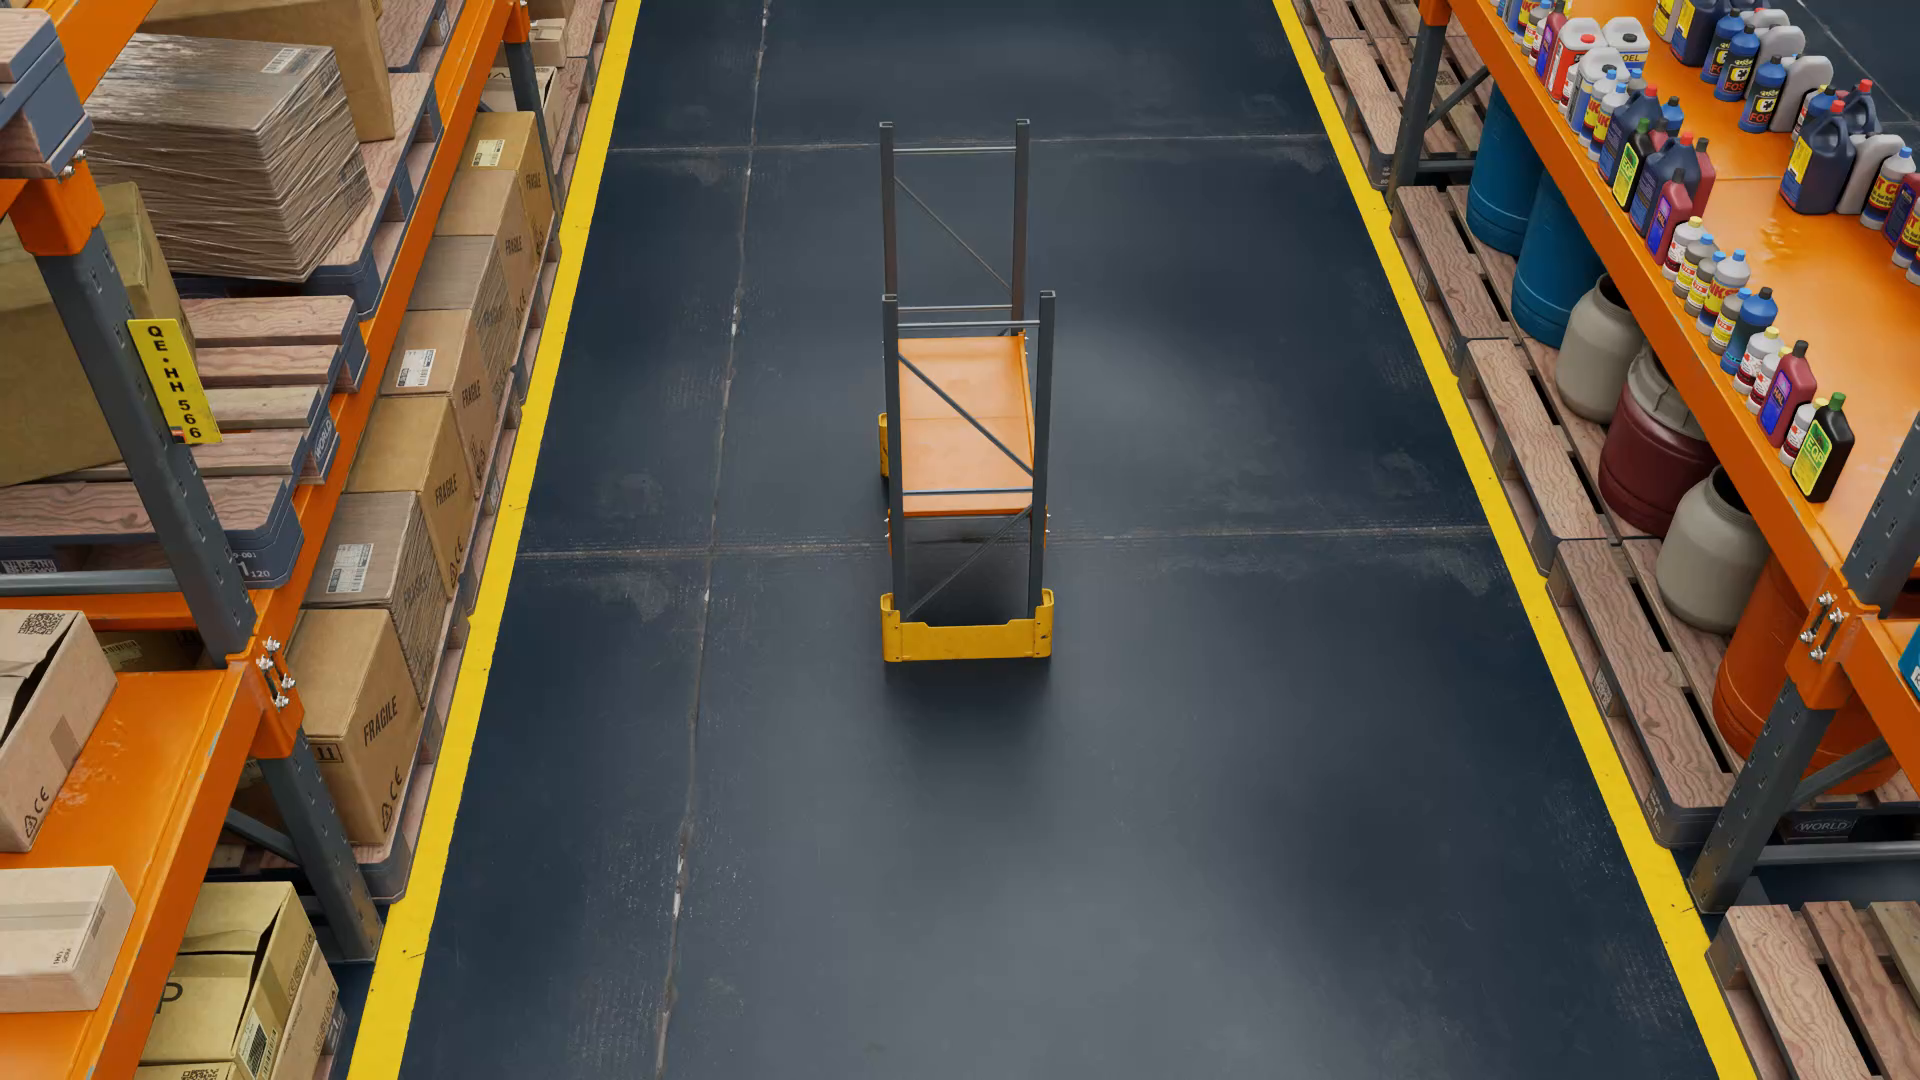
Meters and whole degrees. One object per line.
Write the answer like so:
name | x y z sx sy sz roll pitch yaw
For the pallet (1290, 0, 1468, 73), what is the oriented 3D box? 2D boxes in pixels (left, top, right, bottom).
pallet | 2.433 -3.021 9.390 1.003 0.211 1.213 -2 43 -2

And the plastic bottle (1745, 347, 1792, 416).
plastic bottle | 2.288 -0.450 4.668 0.097 0.201 0.097 0 43 0

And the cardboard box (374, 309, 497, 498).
cardboard box | -2.027 -0.489 6.088 0.500 0.500 0.500 -3 43 -3

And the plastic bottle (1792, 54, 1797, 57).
plastic bottle | 2.972 -1.643 5.970 0.097 0.201 0.097 0 43 0

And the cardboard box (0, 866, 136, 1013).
cardboard box | -1.907 0.803 3.340 0.380 0.149 0.250 -2 43 -2

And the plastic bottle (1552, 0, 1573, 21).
plastic bottle | 2.336 -2.101 6.469 0.097 0.201 0.097 0 43 0

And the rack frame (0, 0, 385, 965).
rack frame | -2.221 0.112 3.908 1.000 3.000 0.127 -2 43 -2

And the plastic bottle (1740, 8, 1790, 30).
plastic bottle | 2.934 -1.839 6.128 0.152 0.276 0.135 -2 43 -2

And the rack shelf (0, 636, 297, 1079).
rack shelf | -2.136 1.727 2.678 1.077 0.370 4.000 -2 43 -2

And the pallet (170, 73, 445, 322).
pallet | -2.309 -1.130 5.405 1.003 0.211 1.213 -2 43 -2

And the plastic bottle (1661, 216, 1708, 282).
plastic bottle | 2.259 -0.910 5.170 0.097 0.201 0.097 0 43 0

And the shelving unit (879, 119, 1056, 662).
shelving unit | 0.003 -0.501 5.687 0.587 1.500 1.083 -2 43 -2

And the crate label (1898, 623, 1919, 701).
crate label | 2.371 0.329 3.795 0.303 0.233 0.416 -2 43 -2

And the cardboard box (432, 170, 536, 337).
cardboard box | -2.071 -1.171 6.832 0.500 0.500 0.500 -2 43 -2

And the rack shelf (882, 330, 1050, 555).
rack shelf | 0.004 -0.363 5.802 0.538 0.185 1.000 -2 43 -2

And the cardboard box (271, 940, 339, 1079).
cardboard box | -1.955 1.319 4.316 0.500 0.250 0.500 -1 43 -1

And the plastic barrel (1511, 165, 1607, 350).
plastic barrel | 2.594 -1.264 6.651 0.600 0.901 0.708 -2 43 -2

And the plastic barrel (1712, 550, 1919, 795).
plastic barrel | 2.690 0.287 5.012 0.600 0.830 0.708 -2 43 -2

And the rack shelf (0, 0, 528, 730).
rack shelf | -2.306 -0.973 5.624 1.077 0.370 4.000 -2 43 -2

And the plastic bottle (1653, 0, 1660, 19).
plastic bottle | 2.789 -2.136 6.507 0.097 0.201 0.097 0 43 0

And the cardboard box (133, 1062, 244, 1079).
cardboard box | -1.925 1.461 3.745 0.500 0.311 0.500 -2 43 -2

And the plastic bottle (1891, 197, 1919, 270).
plastic bottle | 3.015 -0.985 5.200 0.097 0.271 0.097 0 43 0

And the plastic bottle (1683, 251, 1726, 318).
plastic bottle | 2.267 -0.778 5.026 0.097 0.201 0.097 0 43 0

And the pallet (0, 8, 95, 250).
pallet | -2.103 -0.469 2.462 1.213 0.211 1.003 0 43 0

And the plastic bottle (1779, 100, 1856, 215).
plastic bottle | 2.824 -1.260 5.441 0.144 0.351 0.185 -2 43 -2

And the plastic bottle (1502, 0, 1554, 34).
plastic bottle | 2.212 -2.112 6.426 0.152 0.276 0.135 -2 43 -2

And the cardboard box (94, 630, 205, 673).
cardboard box | -2.496 0.246 5.286 0.500 0.500 0.500 0 43 0

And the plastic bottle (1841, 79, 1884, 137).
plastic bottle | 2.971 -1.355 5.545 0.144 0.351 0.185 -2 43 -2

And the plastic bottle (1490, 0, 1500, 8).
plastic bottle | 2.176 -2.228 6.608 0.097 0.201 0.097 0 43 0

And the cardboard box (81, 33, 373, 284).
cardboard box | -2.209 -1.125 4.873 0.700 0.500 0.500 6 43 6

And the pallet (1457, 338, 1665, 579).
pallet | 2.604 -0.353 6.479 1.003 0.211 1.213 -2 43 -2

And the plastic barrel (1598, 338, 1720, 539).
plastic barrel | 2.642 -0.386 5.925 0.600 0.588 0.708 -2 43 -2

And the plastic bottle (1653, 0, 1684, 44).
plastic bottle | 2.780 -2.095 6.352 0.144 0.351 0.185 -2 43 -2

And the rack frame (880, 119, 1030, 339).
rack frame | -0.018 -0.838 6.055 0.500 1.500 0.032 -2 43 -2

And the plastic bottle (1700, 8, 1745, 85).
plastic bottle | 2.811 -1.821 6.112 0.097 0.271 0.097 0 43 0

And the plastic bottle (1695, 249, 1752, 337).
plastic bottle | 2.271 -0.739 4.931 0.097 0.271 0.097 0 43 0

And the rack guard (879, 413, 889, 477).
rack guard | -0.018 -0.377 6.476 0.587 0.250 0.087 -2 43 -2

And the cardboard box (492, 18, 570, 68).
cardboard box | -2.240 -2.580 8.616 0.380 0.166 0.250 -2 43 -2

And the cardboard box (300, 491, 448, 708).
cardboard box | -1.983 0.202 5.334 0.500 0.500 0.500 -3 43 -3

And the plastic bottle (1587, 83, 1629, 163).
plastic bottle | 2.228 -1.431 5.687 0.097 0.271 0.097 0 43 0

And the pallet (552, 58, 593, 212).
pallet | -2.419 -2.024 8.303 1.003 0.211 1.213 -2 43 -2

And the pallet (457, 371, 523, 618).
pallet | -2.264 -0.187 6.298 1.003 0.211 1.213 -2 43 -2

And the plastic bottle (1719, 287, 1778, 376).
plastic bottle | 2.279 -0.607 4.788 0.097 0.271 0.097 0 43 0

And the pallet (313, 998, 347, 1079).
pallet | -2.225 1.696 4.243 1.003 0.211 1.213 -2 43 -2

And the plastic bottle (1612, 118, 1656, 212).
plastic bottle | 2.222 -1.232 5.461 0.061 0.283 0.133 -2 43 -2

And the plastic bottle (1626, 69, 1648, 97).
plastic bottle | 2.370 -1.566 5.886 0.097 0.201 0.097 0 43 0

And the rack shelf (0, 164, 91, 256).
rack shelf | -2.136 0.621 1.665 1.077 0.370 4.000 -2 43 -2

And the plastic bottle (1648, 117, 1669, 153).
plastic bottle | 2.283 -1.234 5.463 0.061 0.283 0.133 -2 43 -2

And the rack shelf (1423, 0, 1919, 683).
rack shelf | 2.643 -1.113 5.777 1.077 0.370 4.000 -2 43 -2

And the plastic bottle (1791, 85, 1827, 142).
plastic bottle | 2.982 -1.486 5.799 0.097 0.201 0.097 0 43 0

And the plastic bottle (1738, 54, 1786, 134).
plastic bottle | 2.826 -1.574 5.842 0.097 0.271 0.097 0 43 0

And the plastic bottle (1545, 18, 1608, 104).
plastic bottle | 2.236 -1.734 6.014 0.152 0.276 0.135 -2 43 -2

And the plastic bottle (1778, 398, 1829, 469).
plastic bottle | 2.298 -0.294 4.498 0.097 0.201 0.097 0 43 0

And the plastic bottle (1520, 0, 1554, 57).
plastic bottle | 2.194 -1.940 6.294 0.097 0.201 0.097 0 43 0

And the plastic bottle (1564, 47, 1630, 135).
plastic bottle | 2.246 -1.578 5.843 0.152 0.276 0.135 -2 43 -2

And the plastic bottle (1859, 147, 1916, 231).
plastic bottle | 3.006 -1.141 5.370 0.097 0.271 0.097 0 43 0

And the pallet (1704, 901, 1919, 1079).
pallet | 2.722 1.524 4.431 1.003 0.211 1.213 -2 43 -2

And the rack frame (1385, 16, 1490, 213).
rack frame | 2.558 -2.728 7.007 1.000 3.000 0.127 -2 43 -2

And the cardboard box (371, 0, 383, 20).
cardboard box | -2.502 -1.992 5.818 0.700 0.500 0.500 5 43 5
